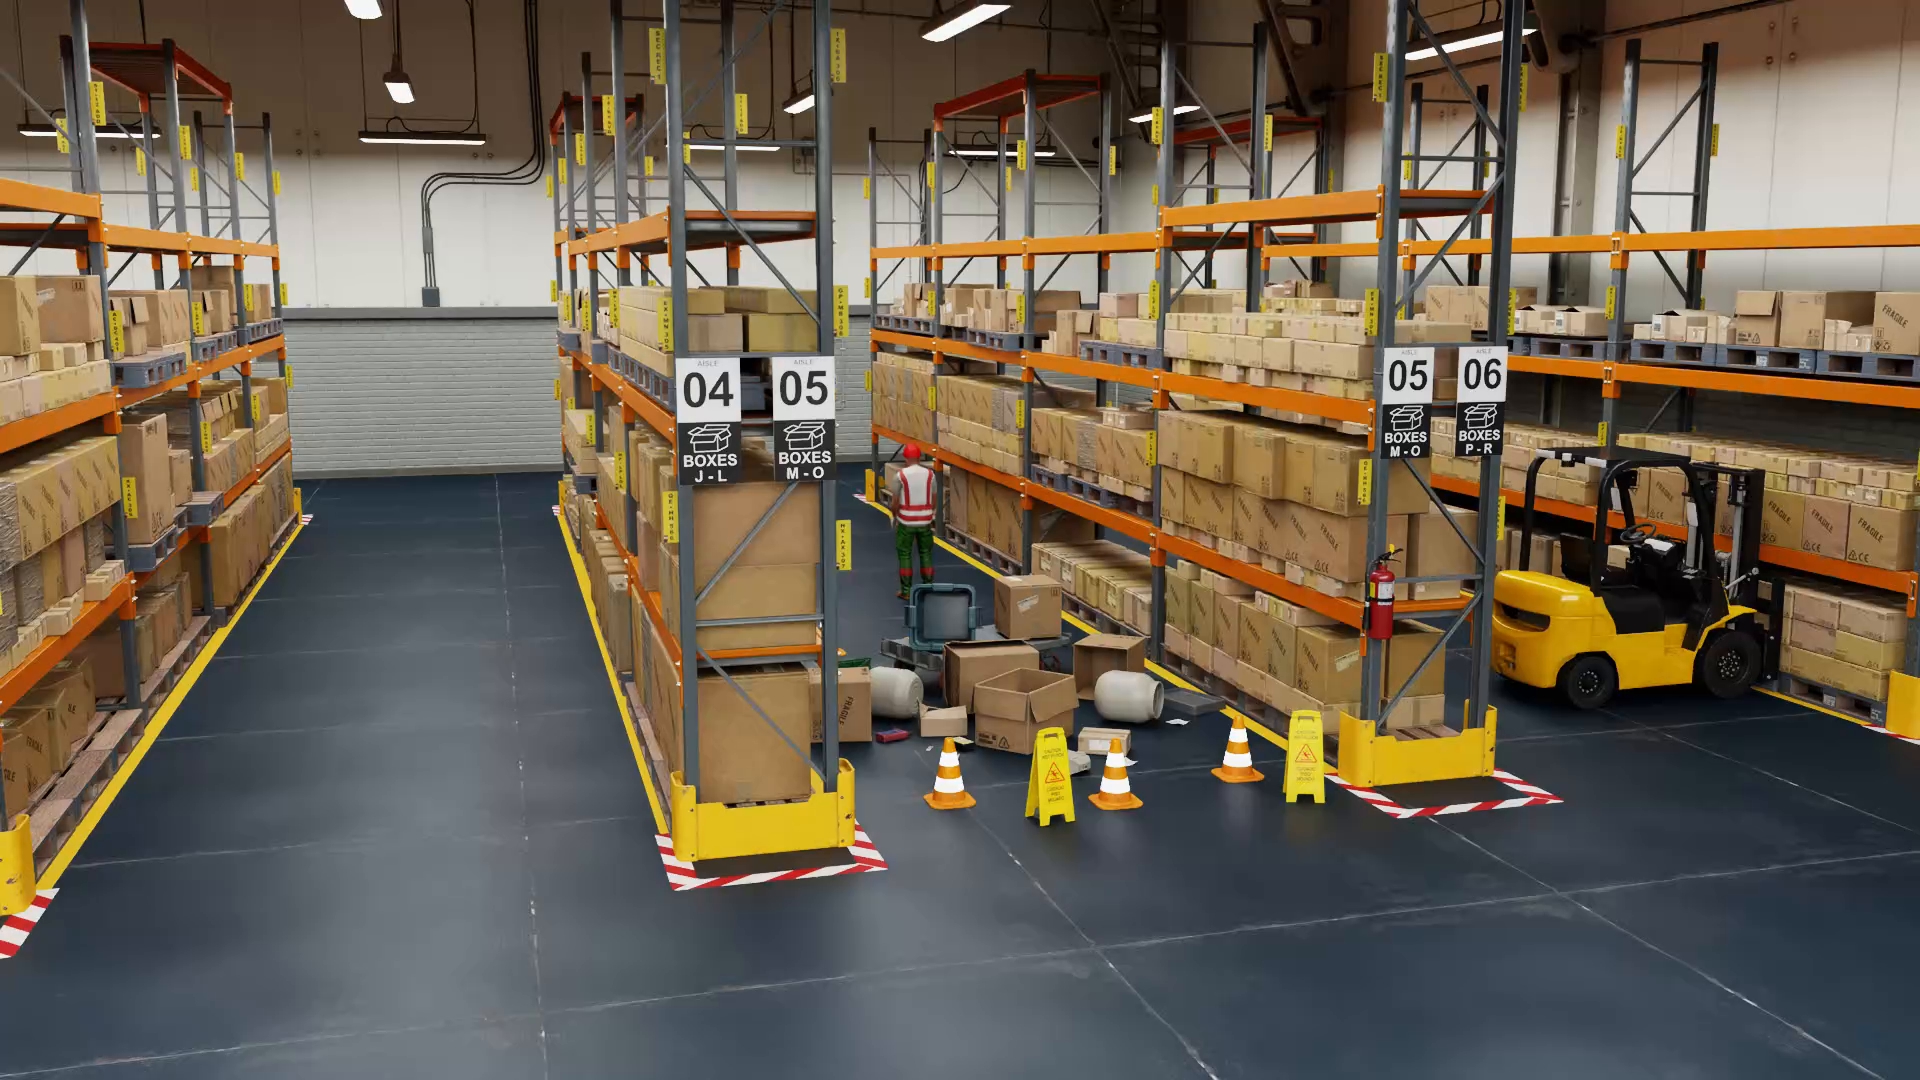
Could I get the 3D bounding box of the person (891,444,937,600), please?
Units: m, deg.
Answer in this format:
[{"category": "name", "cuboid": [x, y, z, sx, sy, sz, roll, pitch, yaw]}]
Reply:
[{"category": "person", "cuboid": [-0.531, -0.211, 19.112, 0.544, 1.788, 0.414, -3, 10, -17]}]
